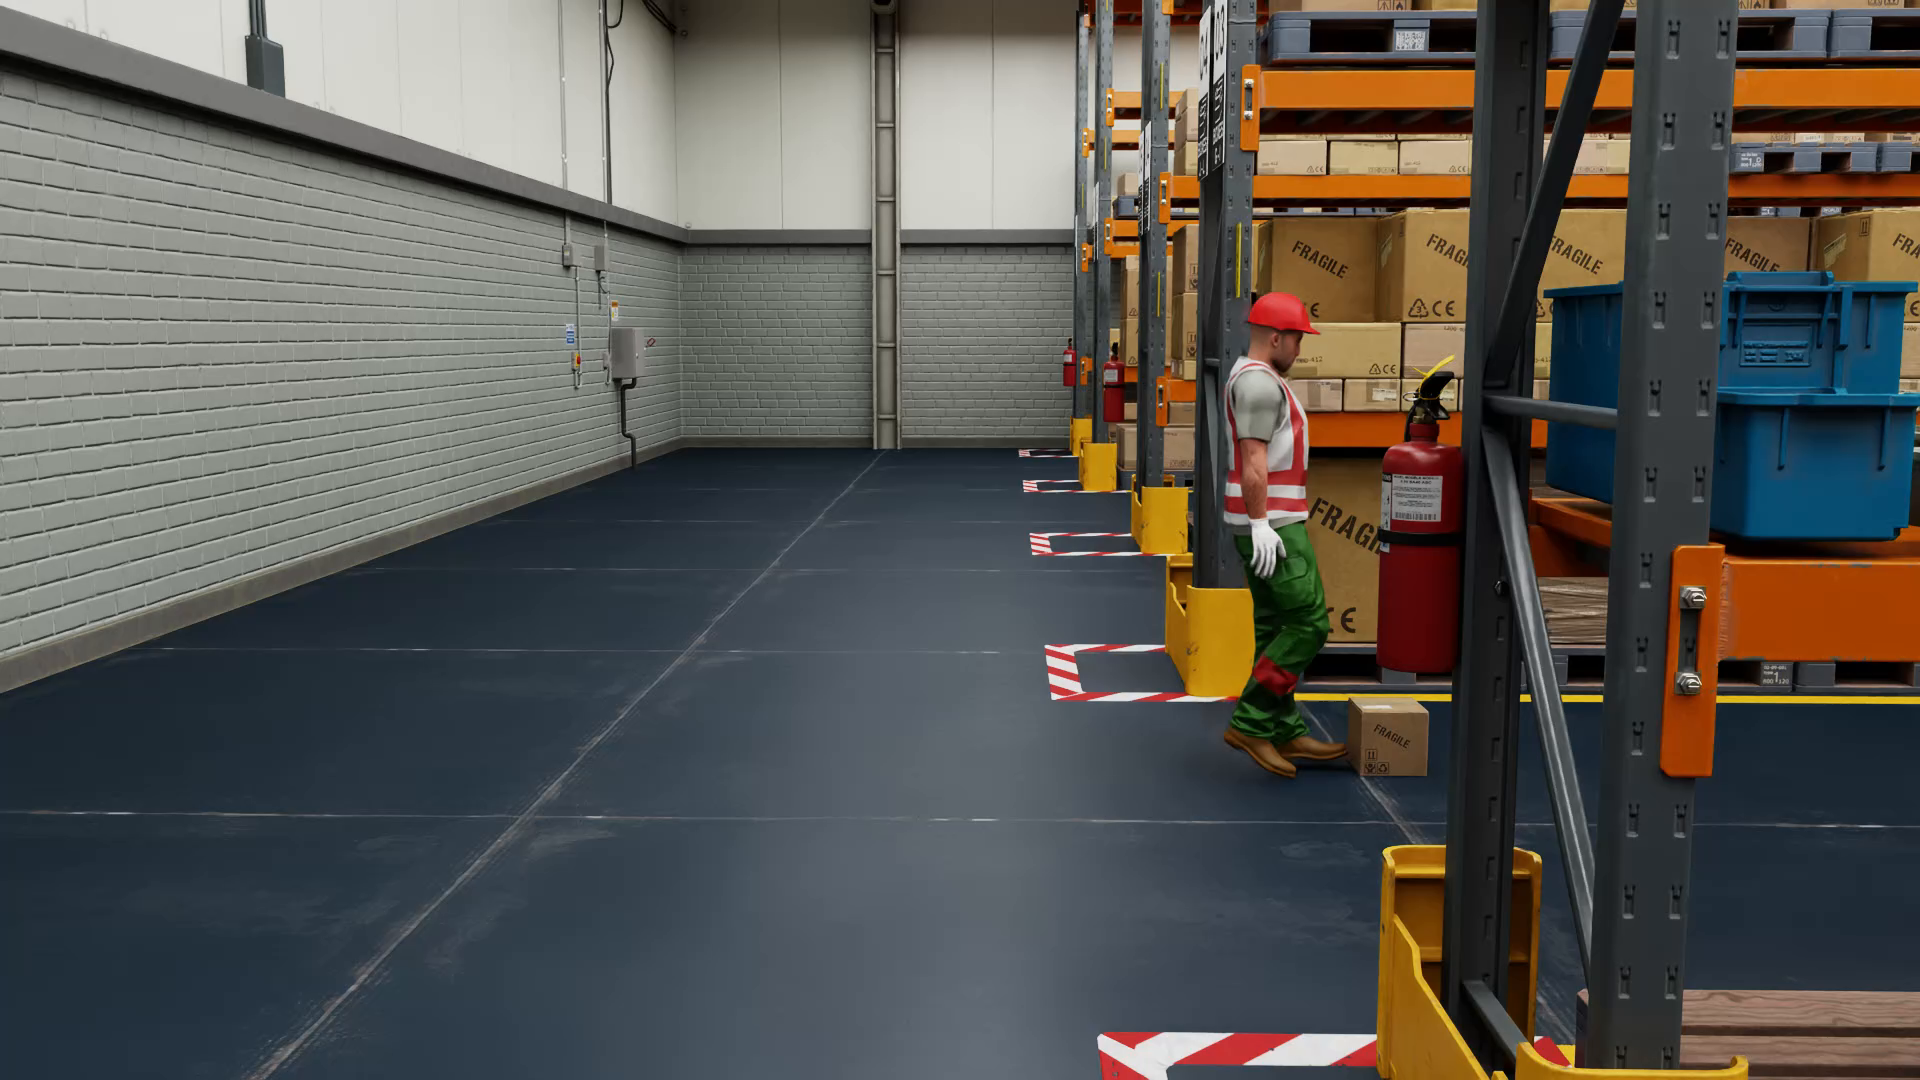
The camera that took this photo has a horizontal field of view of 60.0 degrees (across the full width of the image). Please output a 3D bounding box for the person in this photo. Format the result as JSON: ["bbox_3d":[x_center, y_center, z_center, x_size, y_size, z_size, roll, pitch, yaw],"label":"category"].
[{"bbox_3d":[1.237,-0.032,6.261,0.500,1.785,0.581,1,7,5],"label":"person"}]
